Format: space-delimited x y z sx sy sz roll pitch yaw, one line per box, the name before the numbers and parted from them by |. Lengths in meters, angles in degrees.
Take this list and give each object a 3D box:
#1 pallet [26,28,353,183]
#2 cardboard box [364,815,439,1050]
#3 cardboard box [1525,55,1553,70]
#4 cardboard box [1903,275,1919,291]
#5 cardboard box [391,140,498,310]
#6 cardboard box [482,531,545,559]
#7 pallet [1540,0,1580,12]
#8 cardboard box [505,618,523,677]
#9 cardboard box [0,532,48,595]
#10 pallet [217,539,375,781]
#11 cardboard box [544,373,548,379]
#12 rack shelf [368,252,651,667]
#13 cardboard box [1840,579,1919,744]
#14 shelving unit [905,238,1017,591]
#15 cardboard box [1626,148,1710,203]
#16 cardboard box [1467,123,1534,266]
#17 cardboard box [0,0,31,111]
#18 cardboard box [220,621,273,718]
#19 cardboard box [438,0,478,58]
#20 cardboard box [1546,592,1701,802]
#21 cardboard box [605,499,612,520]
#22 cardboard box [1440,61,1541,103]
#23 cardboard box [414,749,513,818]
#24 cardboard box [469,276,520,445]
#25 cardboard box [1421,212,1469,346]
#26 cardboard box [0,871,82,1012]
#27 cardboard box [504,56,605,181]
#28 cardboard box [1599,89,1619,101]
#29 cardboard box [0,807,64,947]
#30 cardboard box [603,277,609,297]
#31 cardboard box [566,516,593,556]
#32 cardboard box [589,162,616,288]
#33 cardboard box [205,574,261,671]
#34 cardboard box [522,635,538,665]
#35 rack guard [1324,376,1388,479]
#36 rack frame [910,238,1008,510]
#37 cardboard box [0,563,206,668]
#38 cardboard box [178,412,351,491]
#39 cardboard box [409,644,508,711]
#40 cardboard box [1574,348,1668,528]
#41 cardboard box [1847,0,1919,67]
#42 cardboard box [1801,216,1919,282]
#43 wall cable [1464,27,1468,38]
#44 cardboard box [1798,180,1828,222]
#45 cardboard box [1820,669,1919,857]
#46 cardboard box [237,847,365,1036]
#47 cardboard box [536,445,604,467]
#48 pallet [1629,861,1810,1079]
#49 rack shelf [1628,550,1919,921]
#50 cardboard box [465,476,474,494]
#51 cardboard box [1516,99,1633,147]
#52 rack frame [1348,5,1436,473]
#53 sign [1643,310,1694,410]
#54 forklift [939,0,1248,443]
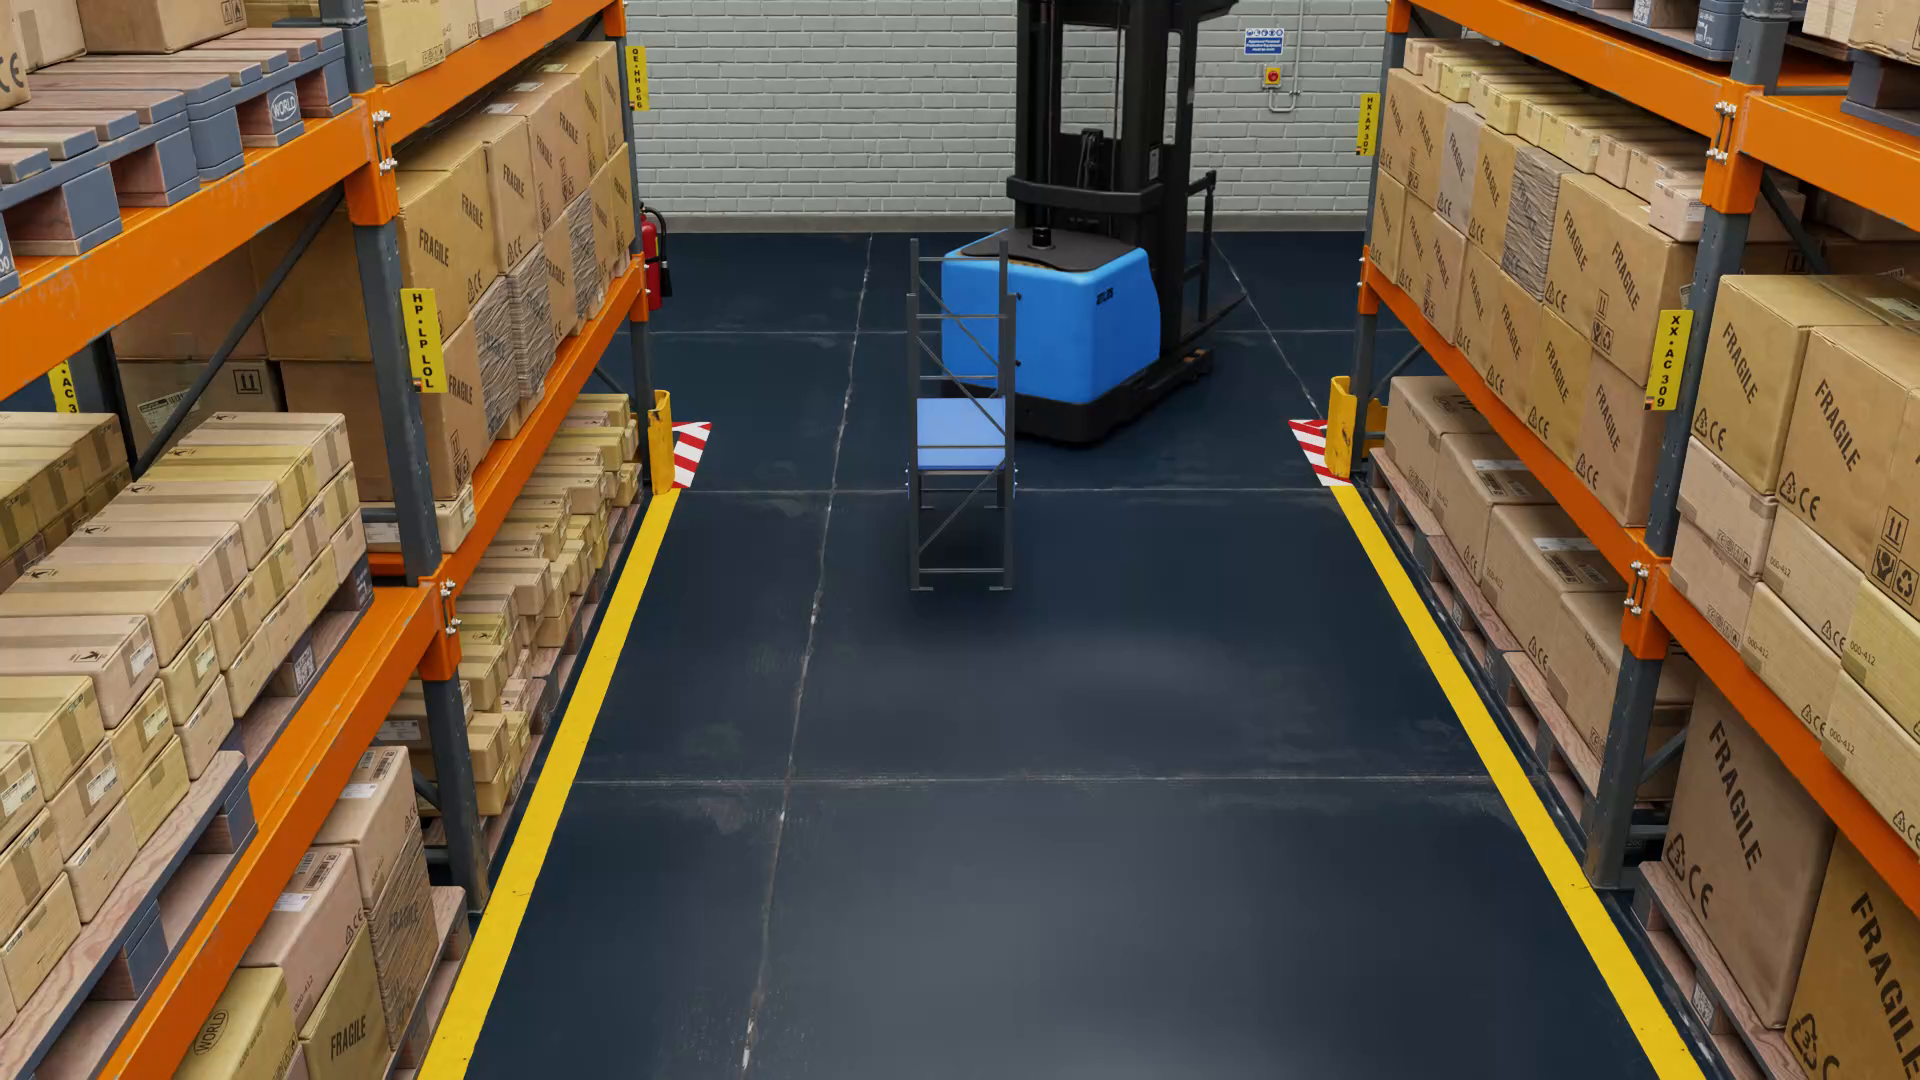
pallet | -2.277 -1.096 4.122 1.213 0.211 1.003 0 24 -1
cardboard box | -1.917 1.182 5.021 0.500 0.500 0.500 -1 24 -2
cardboard box | 2.959 -2.327 8.134 0.380 0.149 0.250 0 24 0
cardboard box | 3.027 -0.452 4.775 0.500 0.500 0.500 1 24 1
cardboard box | -1.959 -1.107 5.862 0.500 0.500 0.500 -1 24 -2
cardboard box | -2.002 0.081 7.158 0.380 0.149 0.250 -1 24 -3
pallet | 2.763 -2.299 6.660 1.003 0.211 1.213 0 24 -1
cardboard box | -1.992 0.436 6.735 0.380 0.149 0.250 -1 24 -3
cardboard box | -2.625 0.095 4.334 0.380 0.149 0.250 0 24 1
pallet | -2.314 0.333 4.606 1.003 0.211 1.213 0 24 -1
cardboard box | -1.965 -0.726 7.021 0.380 0.149 0.250 1 24 1
rack shelf | -2.199 -0.566 7.235 1.077 0.370 4.000 0 24 -1
cardboard box | 2.507 0.312 3.995 0.500 0.250 0.500 0 24 0
shelving unit | 0.001 -0.648 8.363 0.538 1.500 1.048 0 24 -1
cardboard box | 2.563 -1.268 5.791 0.380 0.149 0.250 0 24 0
cardboard box | 2.481 -1.454 6.989 0.500 0.500 0.500 0 24 0
cardboard box | -2.292 -1.038 3.130 0.797 0.503 0.637 -1 24 -1
cardboard box | -1.968 0.329 4.178 0.380 0.149 0.250 -1 24 -3
cardboard box | -1.933 -1.767 5.558 0.500 0.250 0.500 -1 24 -1
cardboard box | 2.872 0.583 6.420 0.875 0.438 0.875 -1 24 -1
cardboard box | -1.986 -0.180 8.458 0.380 0.149 0.250 0 24 -1
cardboard box | 2.438 -2.108 7.648 0.380 0.149 0.250 -1 24 -2
cardboard box | -1.860 0.886 6.100 0.380 0.149 0.250 -1 24 -3
cardboard box | -1.943 -0.660 6.087 0.500 0.500 0.500 0 24 -1
cardboard box | 2.467 -1.211 7.665 0.500 0.500 0.500 0 24 -1
cardboard box | -1.953 0.770 3.203 0.380 0.149 0.250 0 24 0
cardboard box | -1.962 -1.959 7.745 0.500 0.500 0.500 -1 24 -2
cardboard box | 3.001 -1.906 7.203 0.380 0.149 0.250 0 24 1
cardboard box | -1.953 0.635 3.140 0.380 0.149 0.250 0 24 -1
cardboard box | -1.952 -1.265 8.211 0.380 0.149 0.250 0 24 -1
cardboard box | -1.919 0.003 7.692 0.380 0.149 0.250 1 24 2
cardboard box | -1.958 -1.503 7.951 0.500 0.500 0.500 -1 24 -1
cardboard box | -1.964 0.204 4.093 0.380 0.149 0.250 -1 24 -2
cardboard box | -2.008 0.459 7.044 0.380 0.149 0.250 -1 24 -3
rack guard | 2.728 -0.653 9.587 1.175 0.500 0.348 0 24 -1
rack frame | -0.005 -0.858 8.826 0.500 1.500 0.032 0 24 -1
cardboard box | -1.971 0.173 3.800 0.380 0.149 0.250 -1 24 -2
cardboard box | -1.978 -0.253 4.743 0.380 0.149 0.250 1 24 2
cardboard box | -1.917 0.510 6.210 0.380 0.149 0.250 1 24 2
cardboard box | 2.511 -0.369 5.805 0.500 0.500 0.500 0 24 0
cardboard box | 2.491 -1.373 3.875 0.500 0.500 0.500 -1 24 -2
cardboard box | 3.008 -0.832 5.615 0.500 0.500 0.500 0 24 0
wall cable | 4.061 -4.580 14.003 0.588 1.984 0.122 0 24 -1
cardboard box | 3.009 -1.167 5.569 0.380 0.149 0.250 0 24 0
cardboard box | 2.509 0.542 4.095 0.500 0.250 0.500 0 24 -1
cardboard box | -1.924 1.054 4.394 0.500 0.250 0.500 1 24 2
cardboard box | -1.947 -0.348 8.107 0.380 0.149 0.250 -1 24 -3
pallet | 2.855 1.454 5.278 1.003 0.211 1.213 0 24 -1
rack shelf | 2.793 1.018 3.732 1.077 0.370 4.000 0 24 -1
cardboard box | -1.930 -0.180 5.812 0.380 0.149 0.250 0 24 1
cardboard box | 2.481 -1.684 6.712 0.380 0.149 0.250 0 24 -1
rack frame | 2.728 -1.782 9.050 1.000 3.000 0.127 0 24 -1
sign | 2.217 -0.561 5.204 0.100 0.325 0.005 0 24 -1
forklift | 1.056 -2.476 10.669 1.130 2.935 3.031 14 28 28
